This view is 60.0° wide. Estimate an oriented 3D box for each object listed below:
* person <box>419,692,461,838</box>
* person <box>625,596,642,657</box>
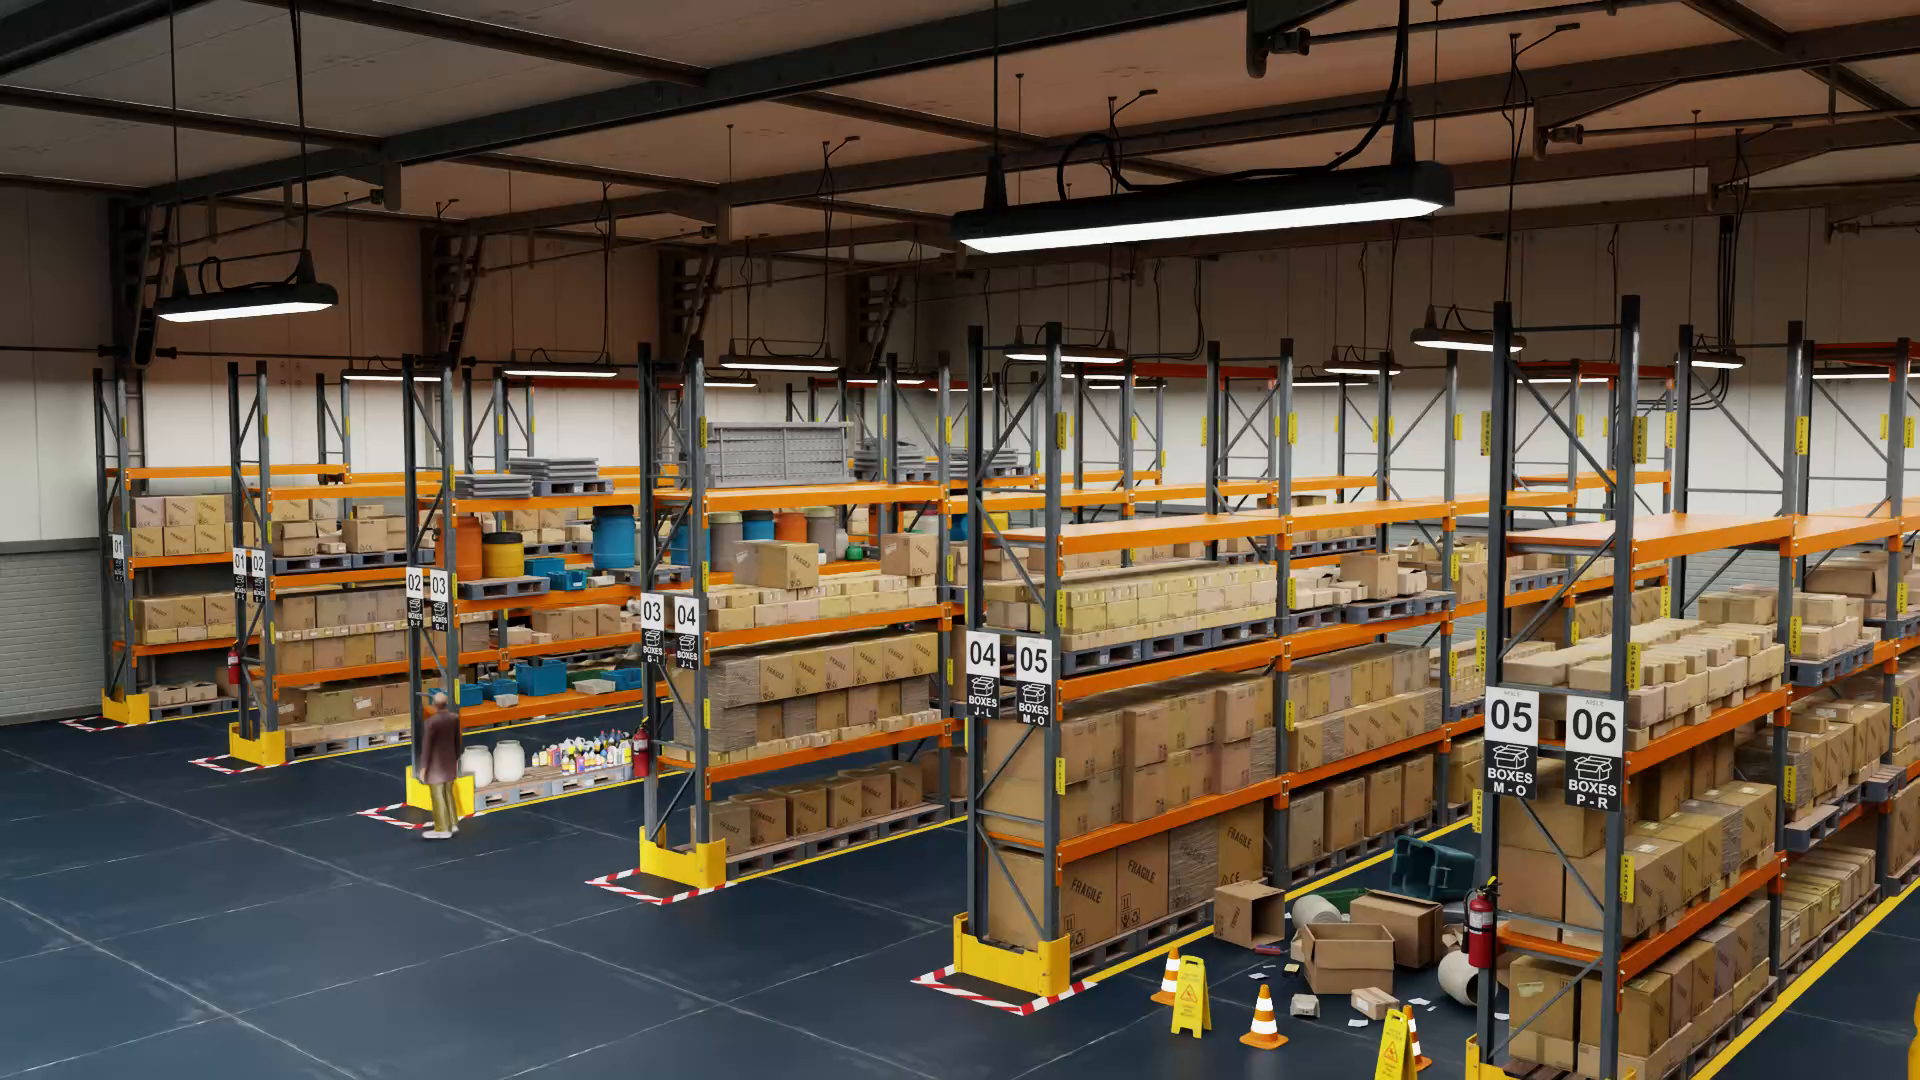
[{"bbox_3d":[-6.385,2.779,20.466,0.404,1.824,0.699,2,4,20],"label":"person"},{"bbox_3d":[-6.691,1.793,34.327,0.462,1.663,0.455,0,4,-6],"label":"person"}]
